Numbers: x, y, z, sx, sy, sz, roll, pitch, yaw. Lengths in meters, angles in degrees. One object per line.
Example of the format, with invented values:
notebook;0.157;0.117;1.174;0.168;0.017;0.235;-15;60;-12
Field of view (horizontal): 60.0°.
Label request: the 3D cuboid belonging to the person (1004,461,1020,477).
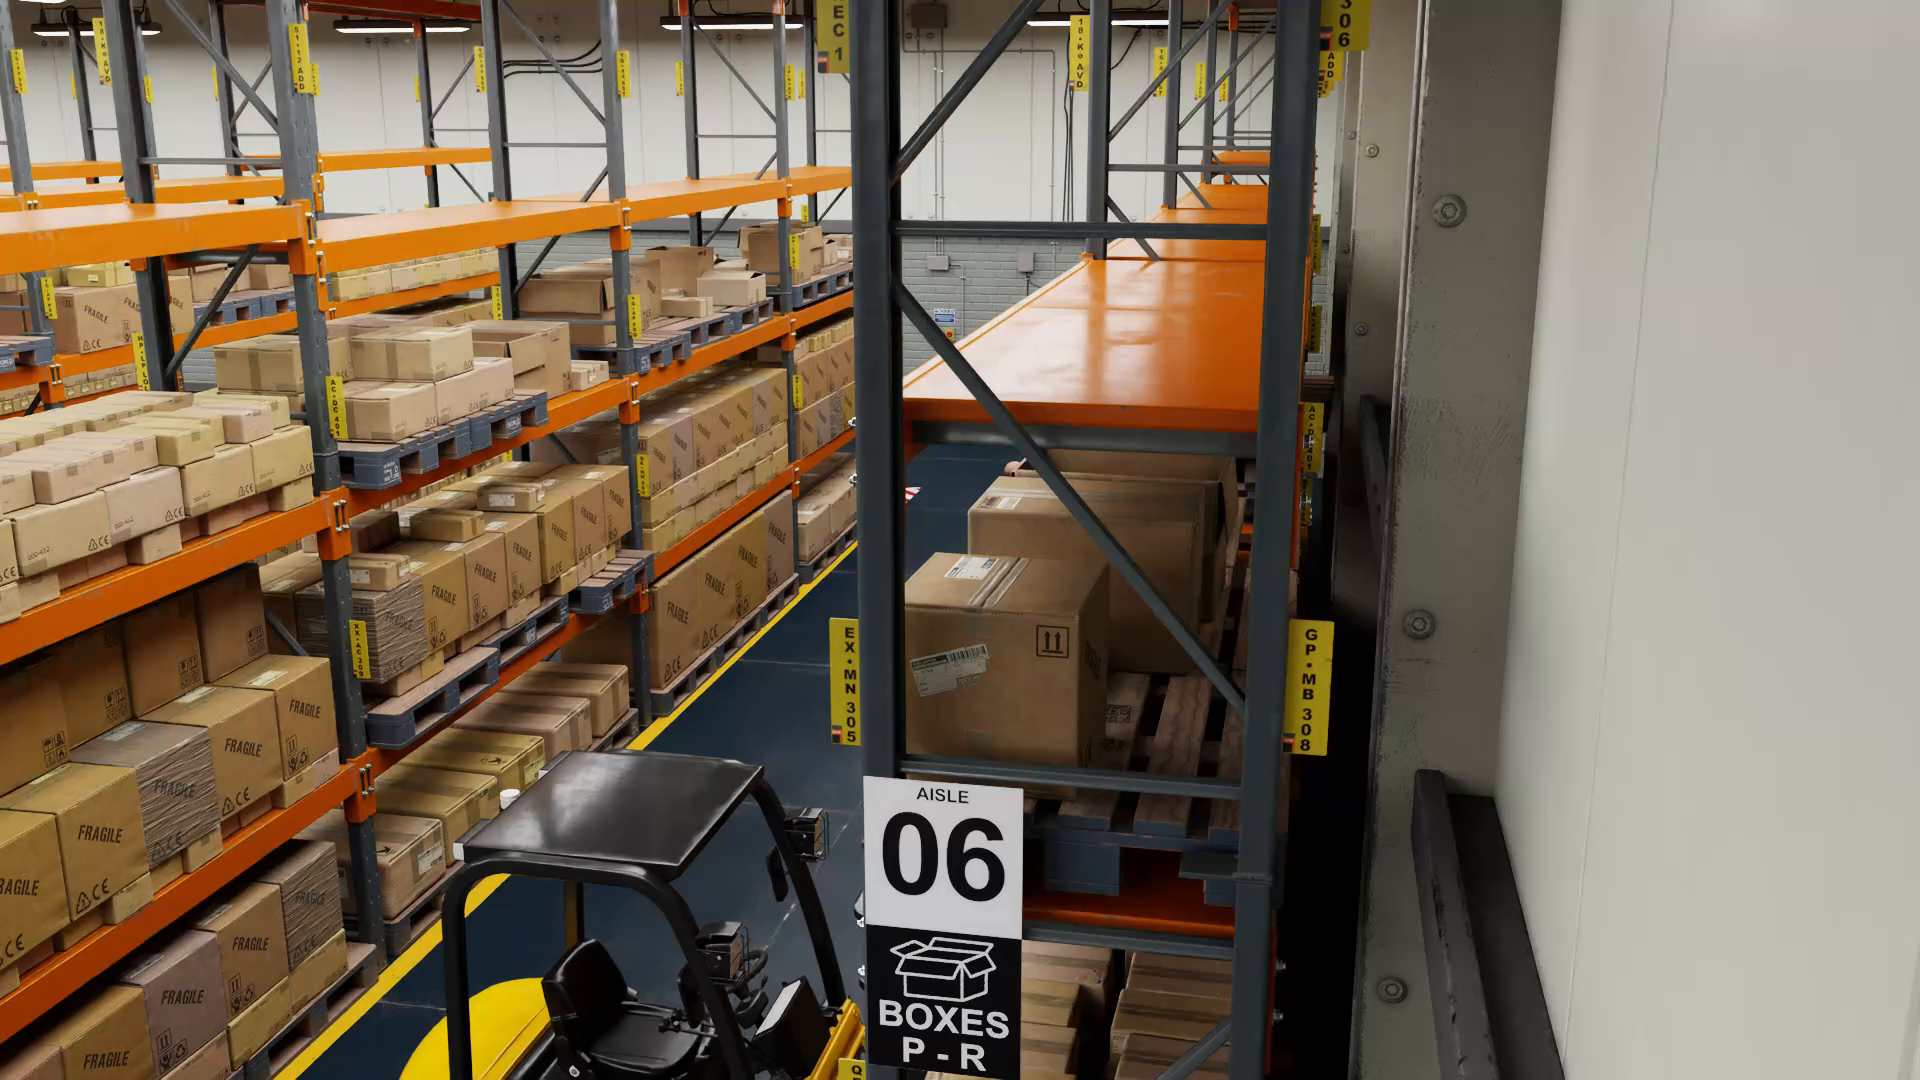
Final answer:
person;0.408;0.134;15.042;0.413;1.721;0.589;2;15;10
